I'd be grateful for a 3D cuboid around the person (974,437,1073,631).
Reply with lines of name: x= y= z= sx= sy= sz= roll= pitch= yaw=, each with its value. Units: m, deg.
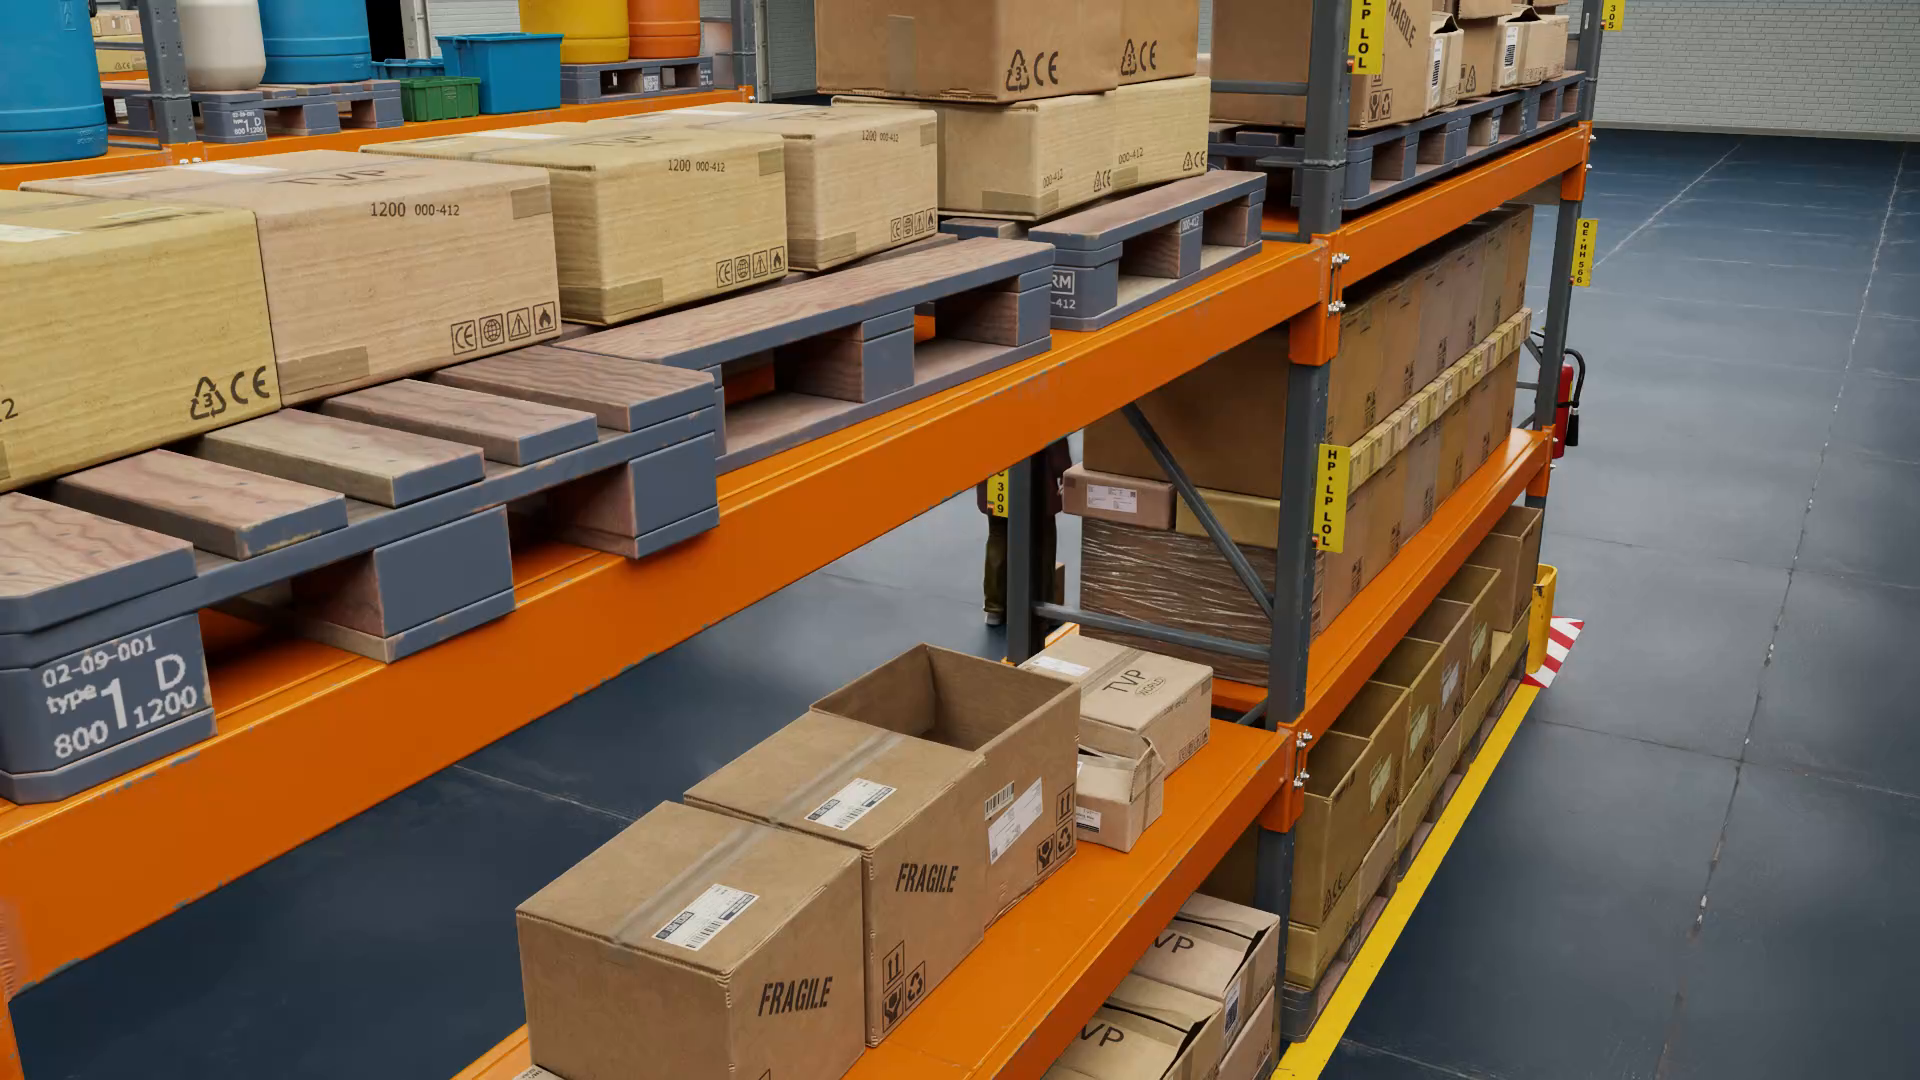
person: x=0.315 y=-0.383 z=9.191 sx=0.656 sy=1.774 sz=0.418 roll=9 pitch=21 yaw=25
